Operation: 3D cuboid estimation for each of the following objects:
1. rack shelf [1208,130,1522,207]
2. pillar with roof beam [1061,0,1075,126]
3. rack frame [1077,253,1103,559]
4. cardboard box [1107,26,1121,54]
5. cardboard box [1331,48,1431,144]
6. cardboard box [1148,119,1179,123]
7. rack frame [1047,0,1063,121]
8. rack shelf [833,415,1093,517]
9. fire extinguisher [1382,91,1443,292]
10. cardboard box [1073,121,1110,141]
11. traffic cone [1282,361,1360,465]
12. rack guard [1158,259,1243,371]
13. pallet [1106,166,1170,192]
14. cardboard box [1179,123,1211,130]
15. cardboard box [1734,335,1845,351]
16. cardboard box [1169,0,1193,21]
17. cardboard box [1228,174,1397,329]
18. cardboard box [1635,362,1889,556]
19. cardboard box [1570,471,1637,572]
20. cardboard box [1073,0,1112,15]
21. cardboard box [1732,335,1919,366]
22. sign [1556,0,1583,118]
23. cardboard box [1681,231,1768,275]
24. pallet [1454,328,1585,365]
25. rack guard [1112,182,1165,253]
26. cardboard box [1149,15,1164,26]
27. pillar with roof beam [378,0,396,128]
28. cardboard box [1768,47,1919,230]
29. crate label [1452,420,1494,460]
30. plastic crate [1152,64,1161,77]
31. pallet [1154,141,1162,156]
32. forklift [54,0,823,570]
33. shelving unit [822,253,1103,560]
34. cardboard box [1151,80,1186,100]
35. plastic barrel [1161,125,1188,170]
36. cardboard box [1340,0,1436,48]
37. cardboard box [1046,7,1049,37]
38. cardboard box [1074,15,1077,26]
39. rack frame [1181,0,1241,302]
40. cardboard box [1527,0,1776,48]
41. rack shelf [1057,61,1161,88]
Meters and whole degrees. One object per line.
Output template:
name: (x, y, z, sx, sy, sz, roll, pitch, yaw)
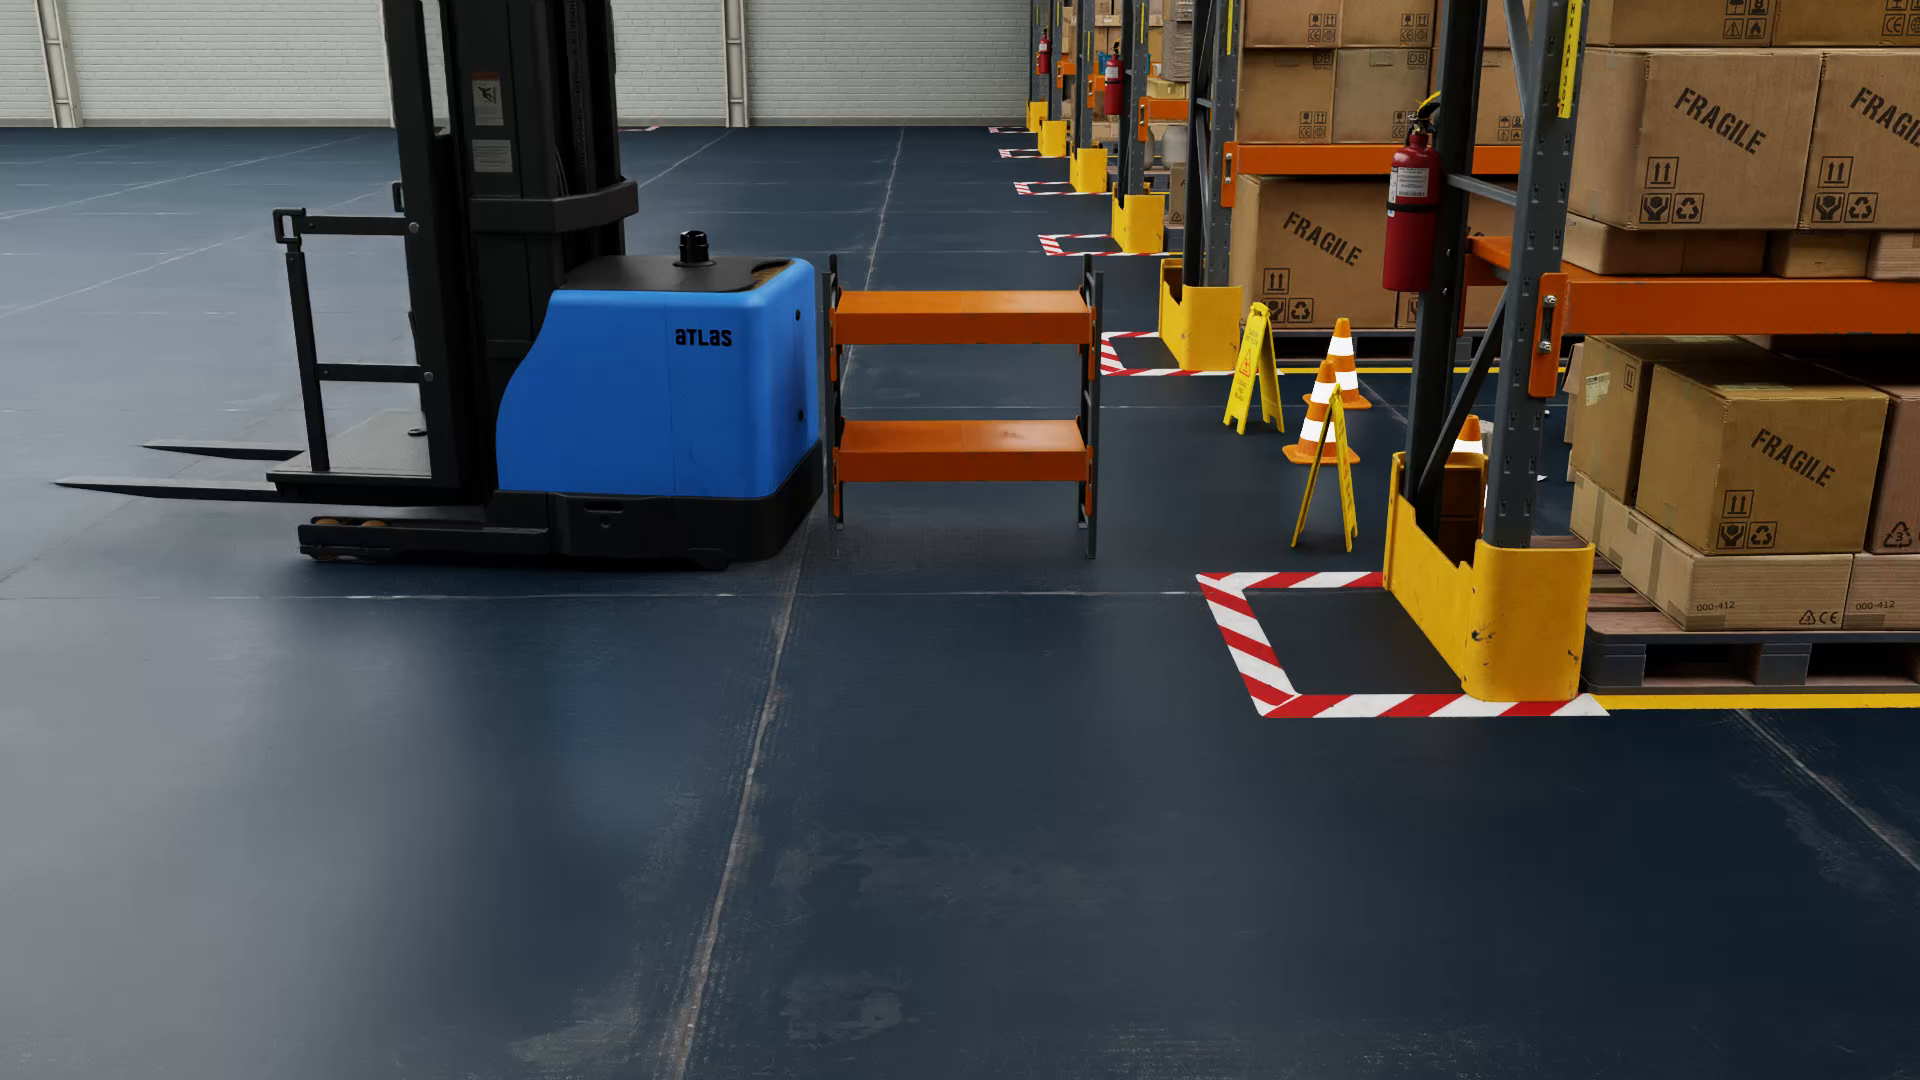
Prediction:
rack shelf: (3.511, -2.279, 10.139, 4.000, 0.370, 1.077, 0, 18, -1)
pillar with roof beam: (2.053, -10.475, 24.690, 0.400, 9.000, 9.100, 0, 18, -1)
rack frame: (0.515, -0.538, 6.604, 0.032, 1.125, 0.500, 0, 18, -1)
cardboard box: (2.373, -7.203, 24.146, 0.500, 0.500, 0.700, 0, 18, 1)
cardboard box: (2.431, -2.708, 10.054, 0.550, 0.550, 0.875, 0, 18, -1)
cardboard box: (2.920, -6.344, 24.221, 0.500, 0.500, 0.500, 0, 18, -1)
rack frame: (1.381, -7.153, 24.154, 0.127, 3.000, 1.000, 0, 18, -1)
rack shelf: (0.007, -0.303, 6.671, 1.000, 0.278, 0.538, 0, 18, -1)
fire extinguisher: (1.568, -1.204, 5.736, 0.183, 0.674, 0.296, 0, 18, -1)
cardboard box: (1.921, -5.978, 24.306, 0.500, 0.250, 0.500, 0, 18, -1)
traffic cone: (1.742, -0.626, 7.961, 0.334, 0.463, 0.336, 0, 18, -1)
rack guard: (1.487, -1.421, 10.380, 0.348, 0.500, 1.175, 0, 18, -1)
pallet: (2.343, -4.329, 19.917, 1.213, 0.211, 1.003, 0, 18, -1)
cardboard box: (3.421, -5.985, 24.327, 0.500, 0.250, 0.500, 0, 18, -1)
cardboard box: (2.853, -0.763, 5.759, 0.250, 0.149, 0.380, 0, 18, 1)
cardboard box: (2.088, -4.712, 14.258, 0.500, 0.500, 0.500, 0, 18, -1)
cardboard box: (2.188, -1.823, 10.332, 0.875, 0.875, 0.875, 0, 18, -1)
cardboard box: (2.525, -0.268, 5.279, 0.500, 0.500, 0.500, -1, 18, -3)
cardboard box: (2.518, -0.077, 5.912, 0.500, 0.250, 0.500, 0, 18, -1)
cardboard box: (1.901, -7.817, 23.937, 0.500, 0.500, 0.700, 0, 18, -1)
cardboard box: (3.009, -0.435, 5.800, 0.500, 0.500, 0.500, 0, 18, 1)
sign: (1.699, -1.347, 4.639, 0.005, 0.325, 0.100, 0, 18, -1)
cardboard box: (2.285, -0.925, 5.151, 0.250, 0.149, 0.380, 0, 18, 0)
pallet: (3.526, -1.317, 10.527, 1.213, 0.211, 1.003, 0, 18, -1)
rack guard: (1.610, -2.937, 15.106, 0.348, 0.500, 1.175, 0, 18, -1)
cardboard box: (2.809, -7.451, 23.858, 0.250, 0.149, 0.380, -1, 18, -3)
pillar with roof beam: (-9.945, -10.417, 24.509, 0.400, 9.000, 9.100, 0, 18, -1)
cardboard box: (2.686, -1.211, 4.981, 0.500, 0.500, 0.500, 0, 18, 1)
crate label: (2.527, -0.494, 8.082, 0.298, 0.136, 0.250, -10, 20, -29)
plastic crate: (2.355, -5.420, 19.186, 0.250, 0.136, 0.298, 0, 18, -1)
pallet: (3.362, -5.846, 24.647, 1.213, 0.211, 1.003, 0, 18, -1)
forklift: (-2.145, -1.461, 6.523, 3.031, 2.935, 1.130, 2, 18, 7)
shelving unit: (0.007, -0.536, 6.596, 1.048, 1.125, 0.538, 0, 18, -1)
cardboard box: (1.823, -3.936, 14.538, 0.250, 0.149, 0.380, 0, 18, -1)
plastic barrel: (2.614, -4.684, 19.844, 0.421, 0.512, 0.421, 0, 18, 0)
cardboard box: (2.431, -3.218, 9.876, 0.550, 0.550, 0.875, 0, 18, -1)
cardboard box: (1.767, -9.028, 28.985, 0.500, 0.500, 0.500, 0, 18, -1)
cardboard box: (1.777, -7.445, 23.841, 0.250, 0.149, 0.380, 0, 18, -1)
rack frame: (1.511, -2.612, 9.999, 0.127, 3.000, 1.000, 0, 18, -1)
cardboard box: (2.198, -1.835, 5.290, 0.500, 0.500, 0.700, -1, 18, -2)
rack shelf: (3.381, -6.820, 24.294, 4.000, 0.370, 1.077, 0, 18, -1)
